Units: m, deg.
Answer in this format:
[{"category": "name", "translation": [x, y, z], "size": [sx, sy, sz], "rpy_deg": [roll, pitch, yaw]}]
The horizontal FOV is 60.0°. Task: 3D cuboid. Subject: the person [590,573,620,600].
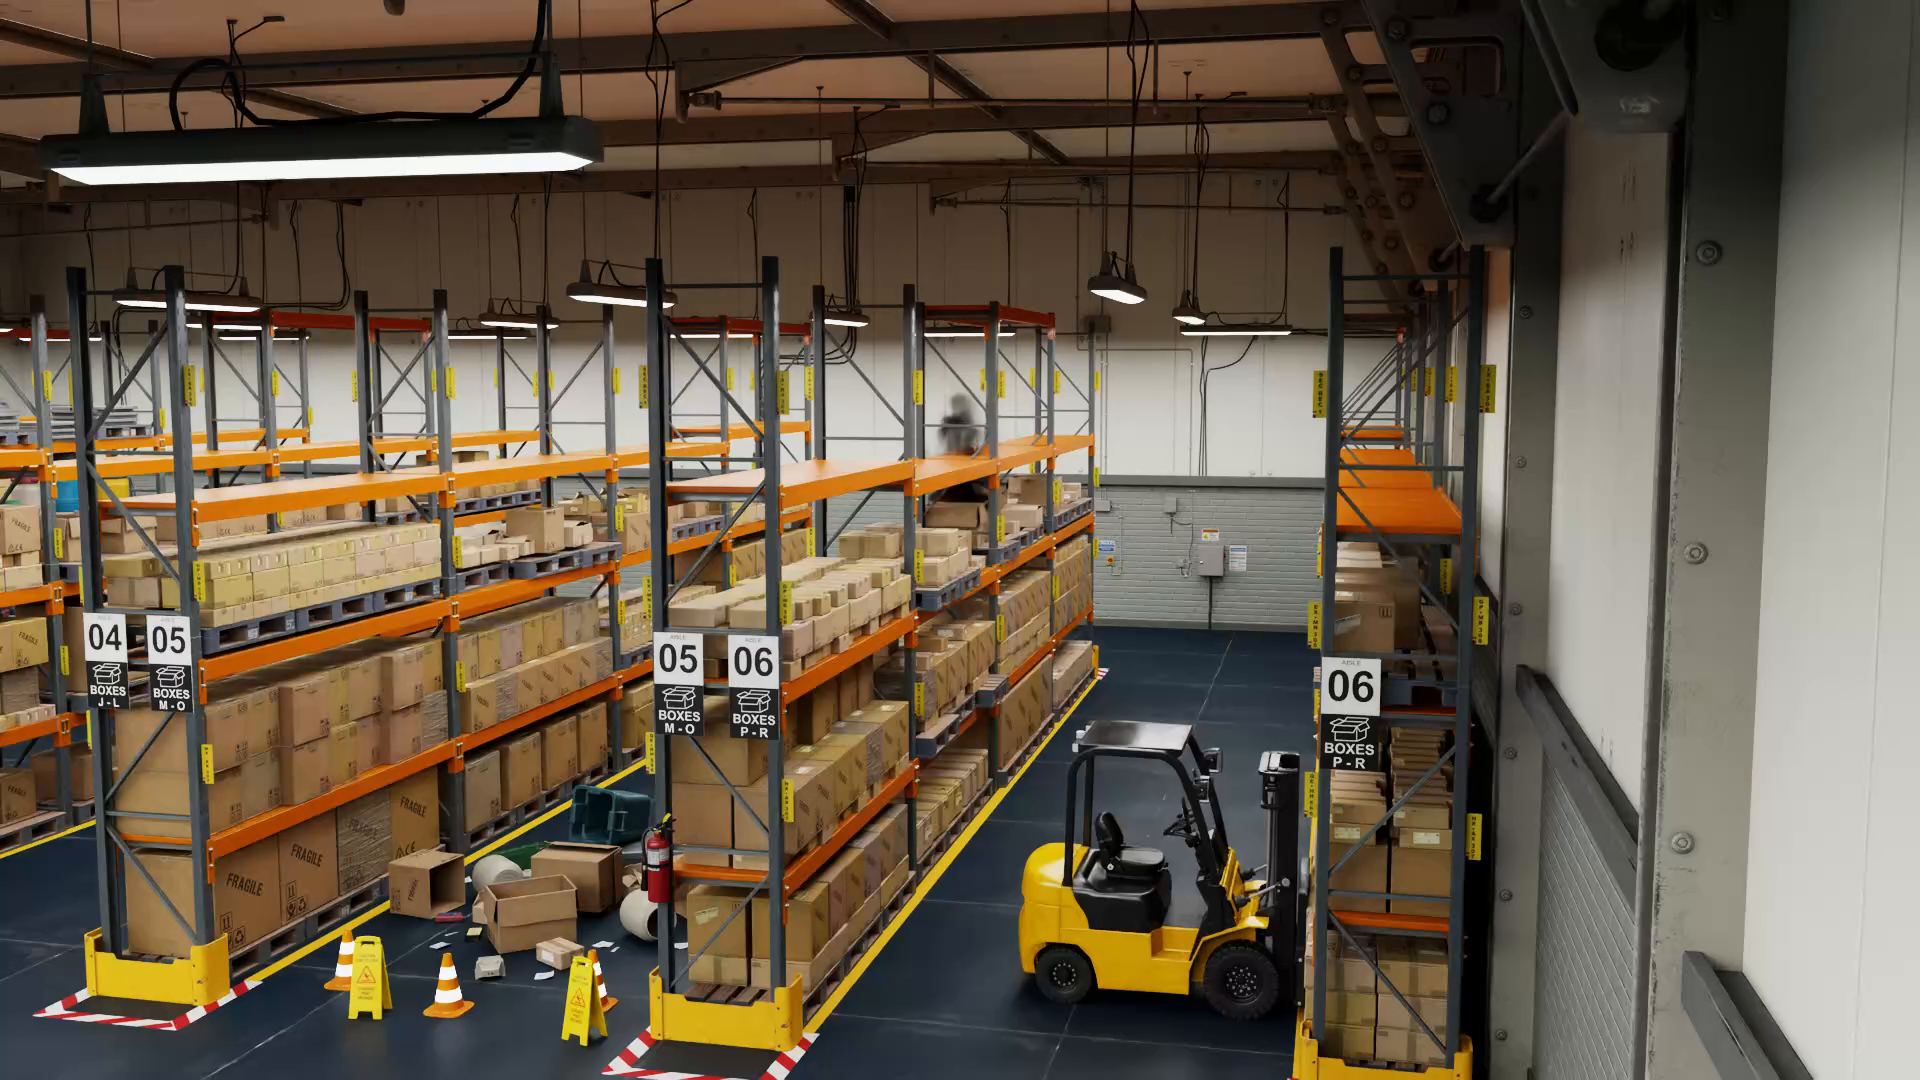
[{"category": "person", "translation": [-6.311, 1.356, 29.688], "size": [0.644, 1.643, 0.917], "rpy_deg": [0, 6, 0]}]
